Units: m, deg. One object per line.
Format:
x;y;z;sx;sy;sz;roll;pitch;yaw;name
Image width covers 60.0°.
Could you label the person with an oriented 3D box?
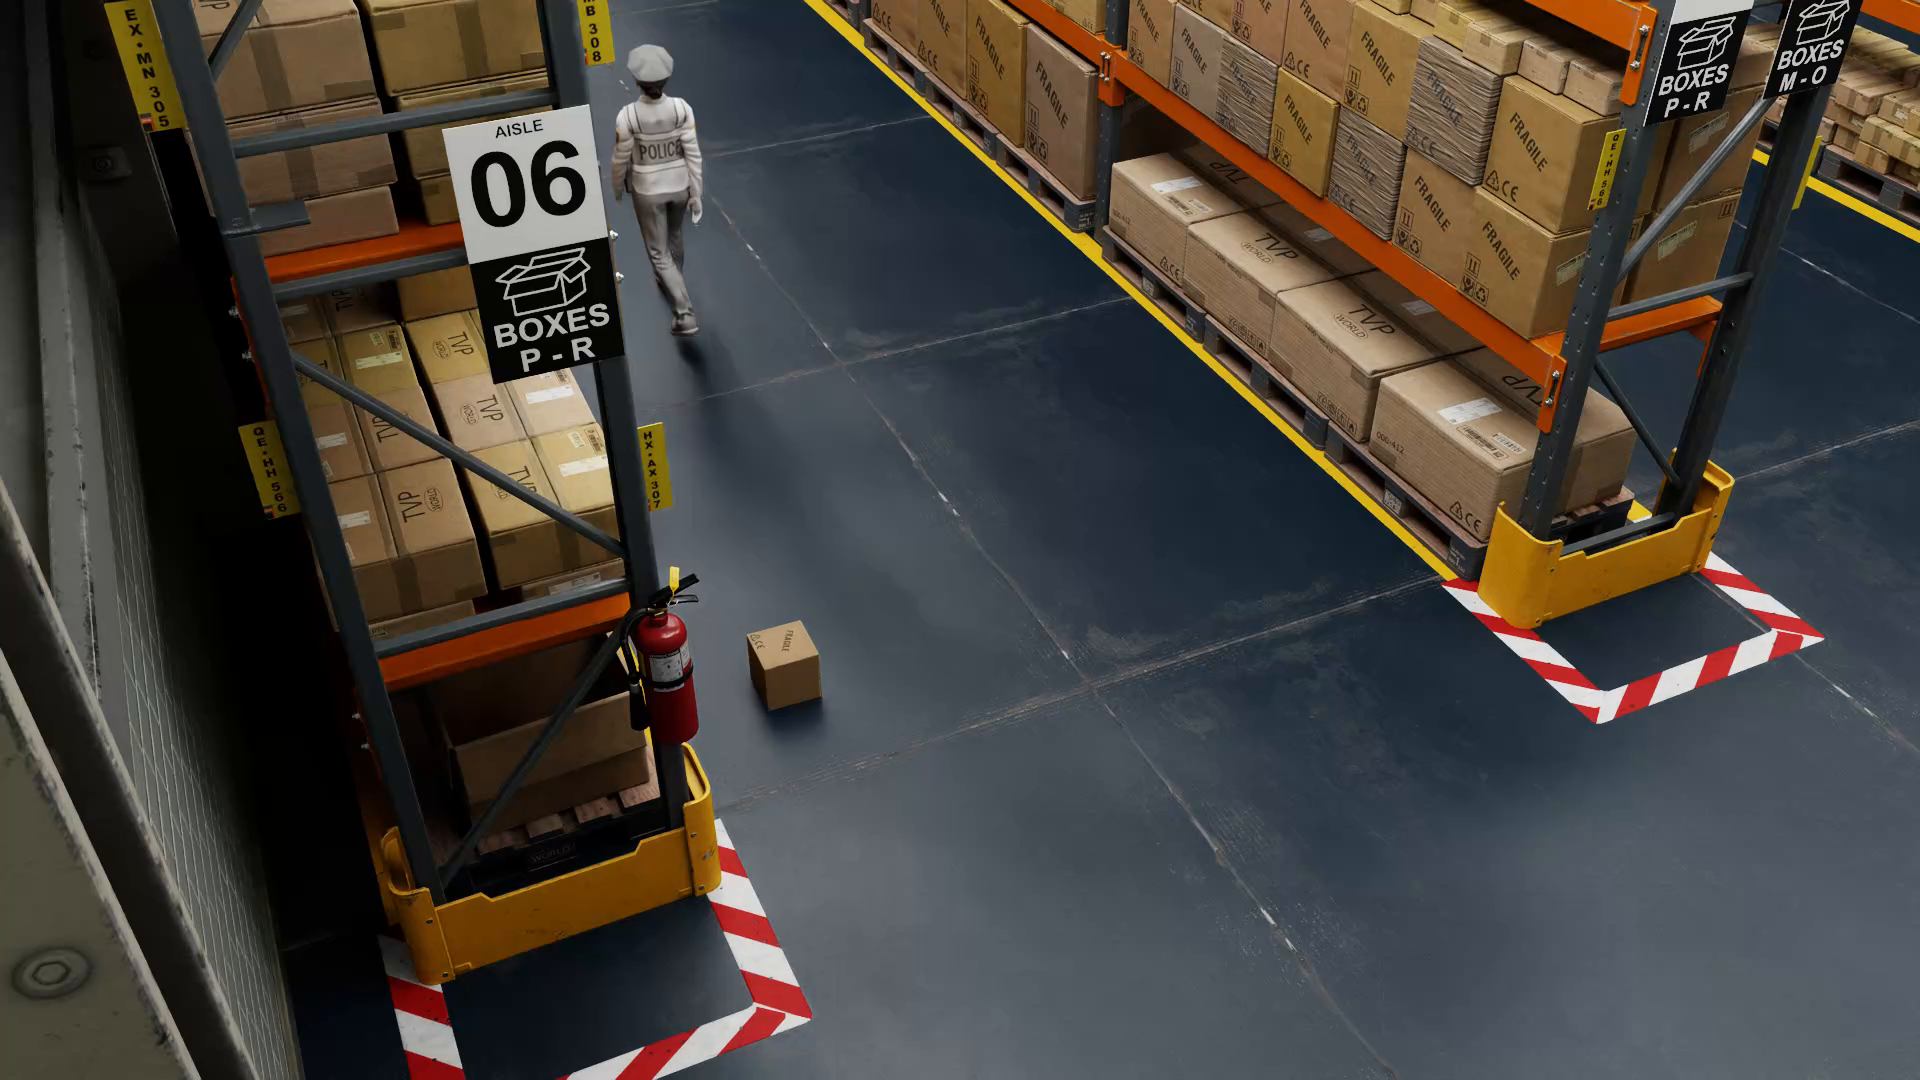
-1.716;-2.002;9.431;0.481;1.643;0.957;-18;41;-22;person
